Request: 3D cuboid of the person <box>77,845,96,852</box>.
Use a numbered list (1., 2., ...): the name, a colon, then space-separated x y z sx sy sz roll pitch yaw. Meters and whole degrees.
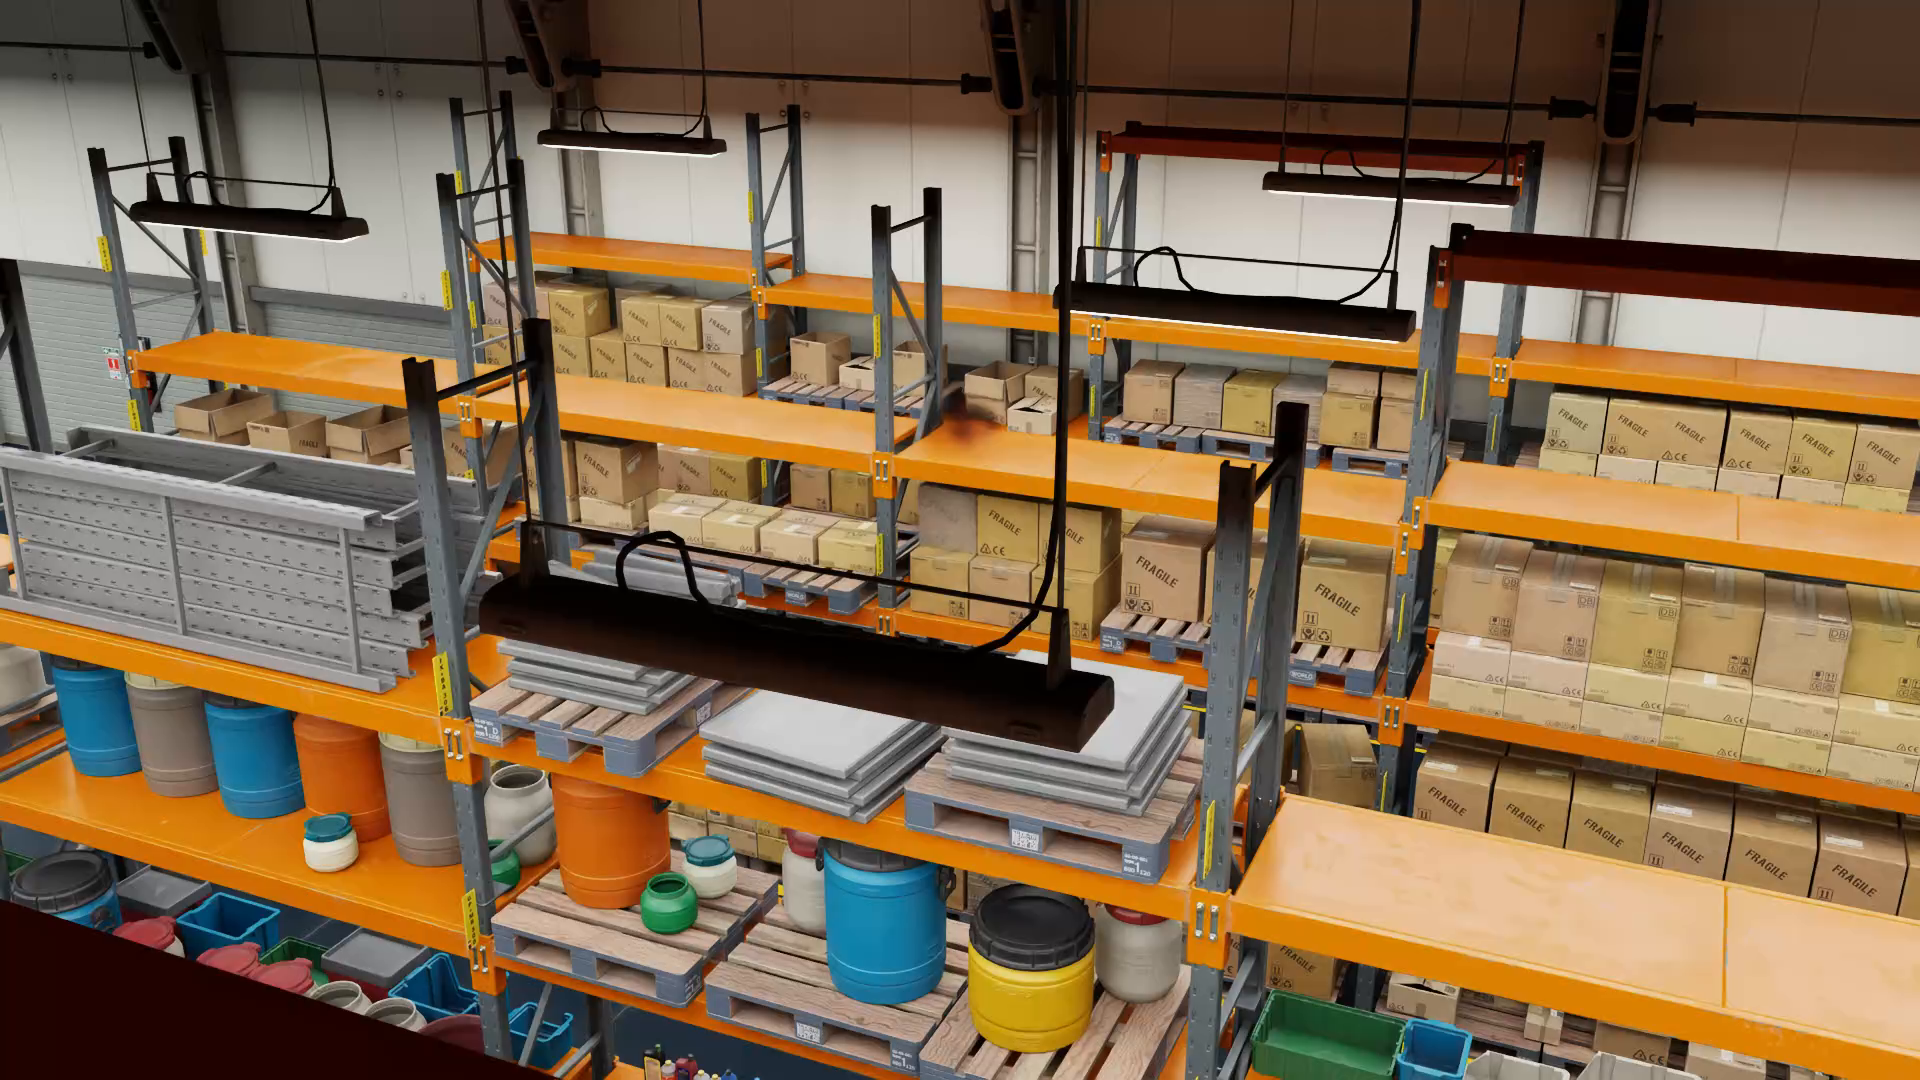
1. person: -7.706 1.945 14.980 0.707 1.788 0.588 3 21 8
